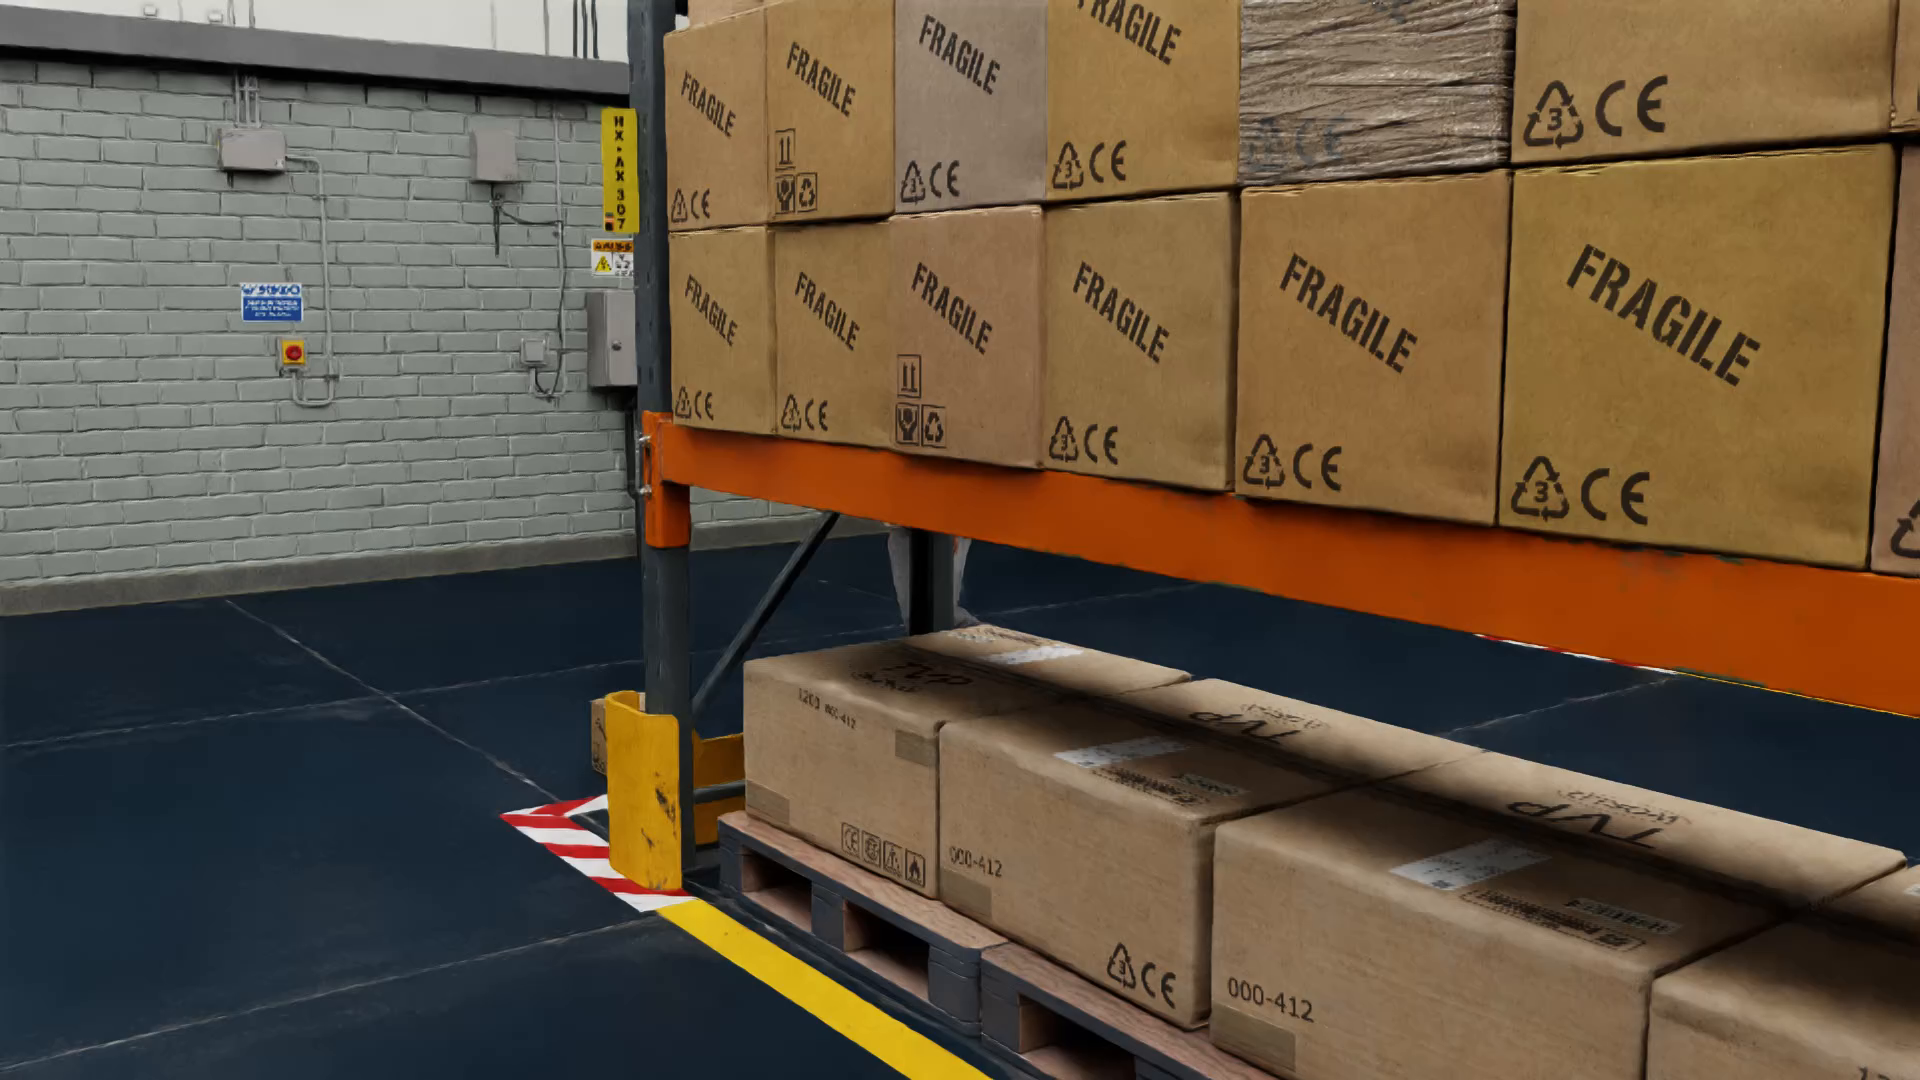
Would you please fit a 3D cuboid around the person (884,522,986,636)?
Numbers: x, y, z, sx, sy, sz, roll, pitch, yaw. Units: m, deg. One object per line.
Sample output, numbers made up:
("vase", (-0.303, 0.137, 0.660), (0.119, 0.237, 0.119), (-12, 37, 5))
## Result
("person", (-0.095, -0.043, 6.214), (0.463, 1.572, 0.544), (7, 11, 42))
